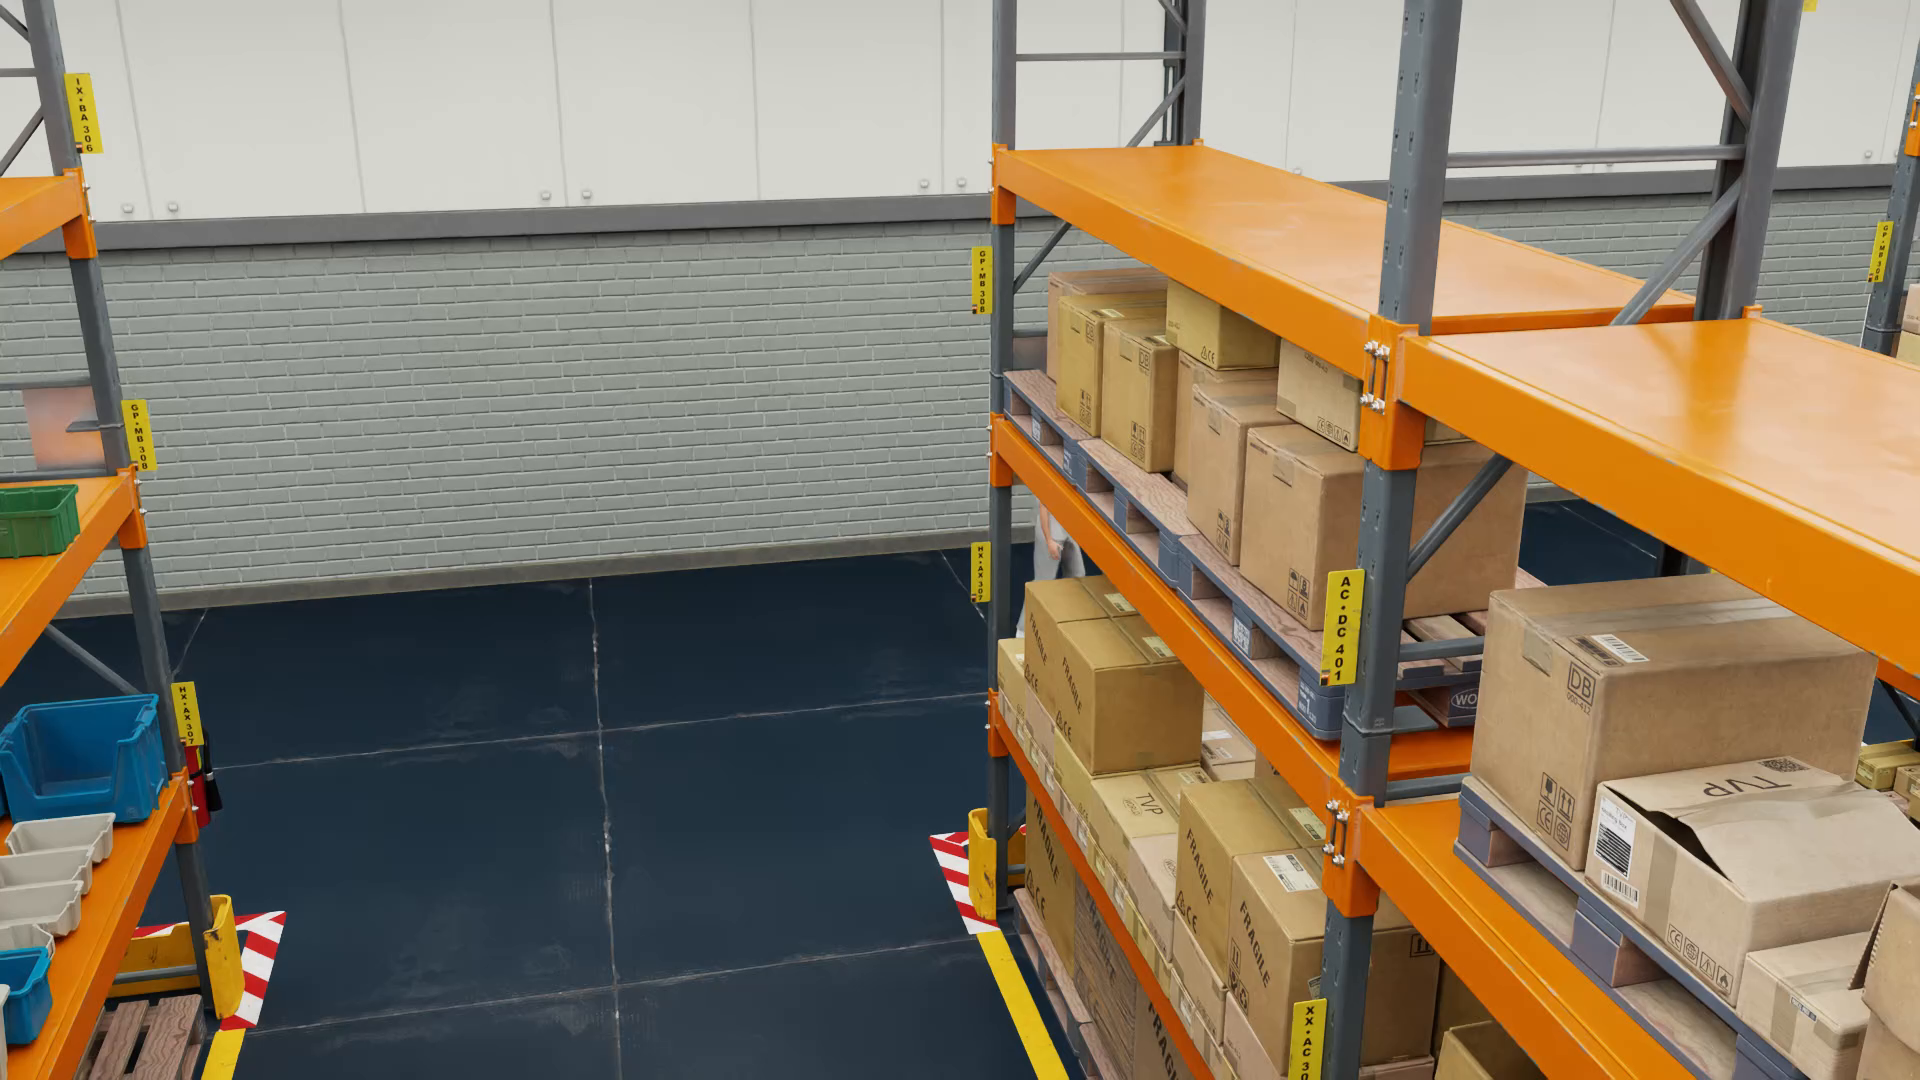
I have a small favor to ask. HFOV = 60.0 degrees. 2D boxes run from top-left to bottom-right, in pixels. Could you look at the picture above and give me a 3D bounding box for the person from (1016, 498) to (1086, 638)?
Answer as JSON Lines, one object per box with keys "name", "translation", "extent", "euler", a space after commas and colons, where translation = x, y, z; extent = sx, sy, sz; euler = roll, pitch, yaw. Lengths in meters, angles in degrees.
{"name": "person", "translation": [0.778, -0.028, 12.404], "extent": [0.641, 1.666, 0.466], "euler": [10, 22, 25]}
